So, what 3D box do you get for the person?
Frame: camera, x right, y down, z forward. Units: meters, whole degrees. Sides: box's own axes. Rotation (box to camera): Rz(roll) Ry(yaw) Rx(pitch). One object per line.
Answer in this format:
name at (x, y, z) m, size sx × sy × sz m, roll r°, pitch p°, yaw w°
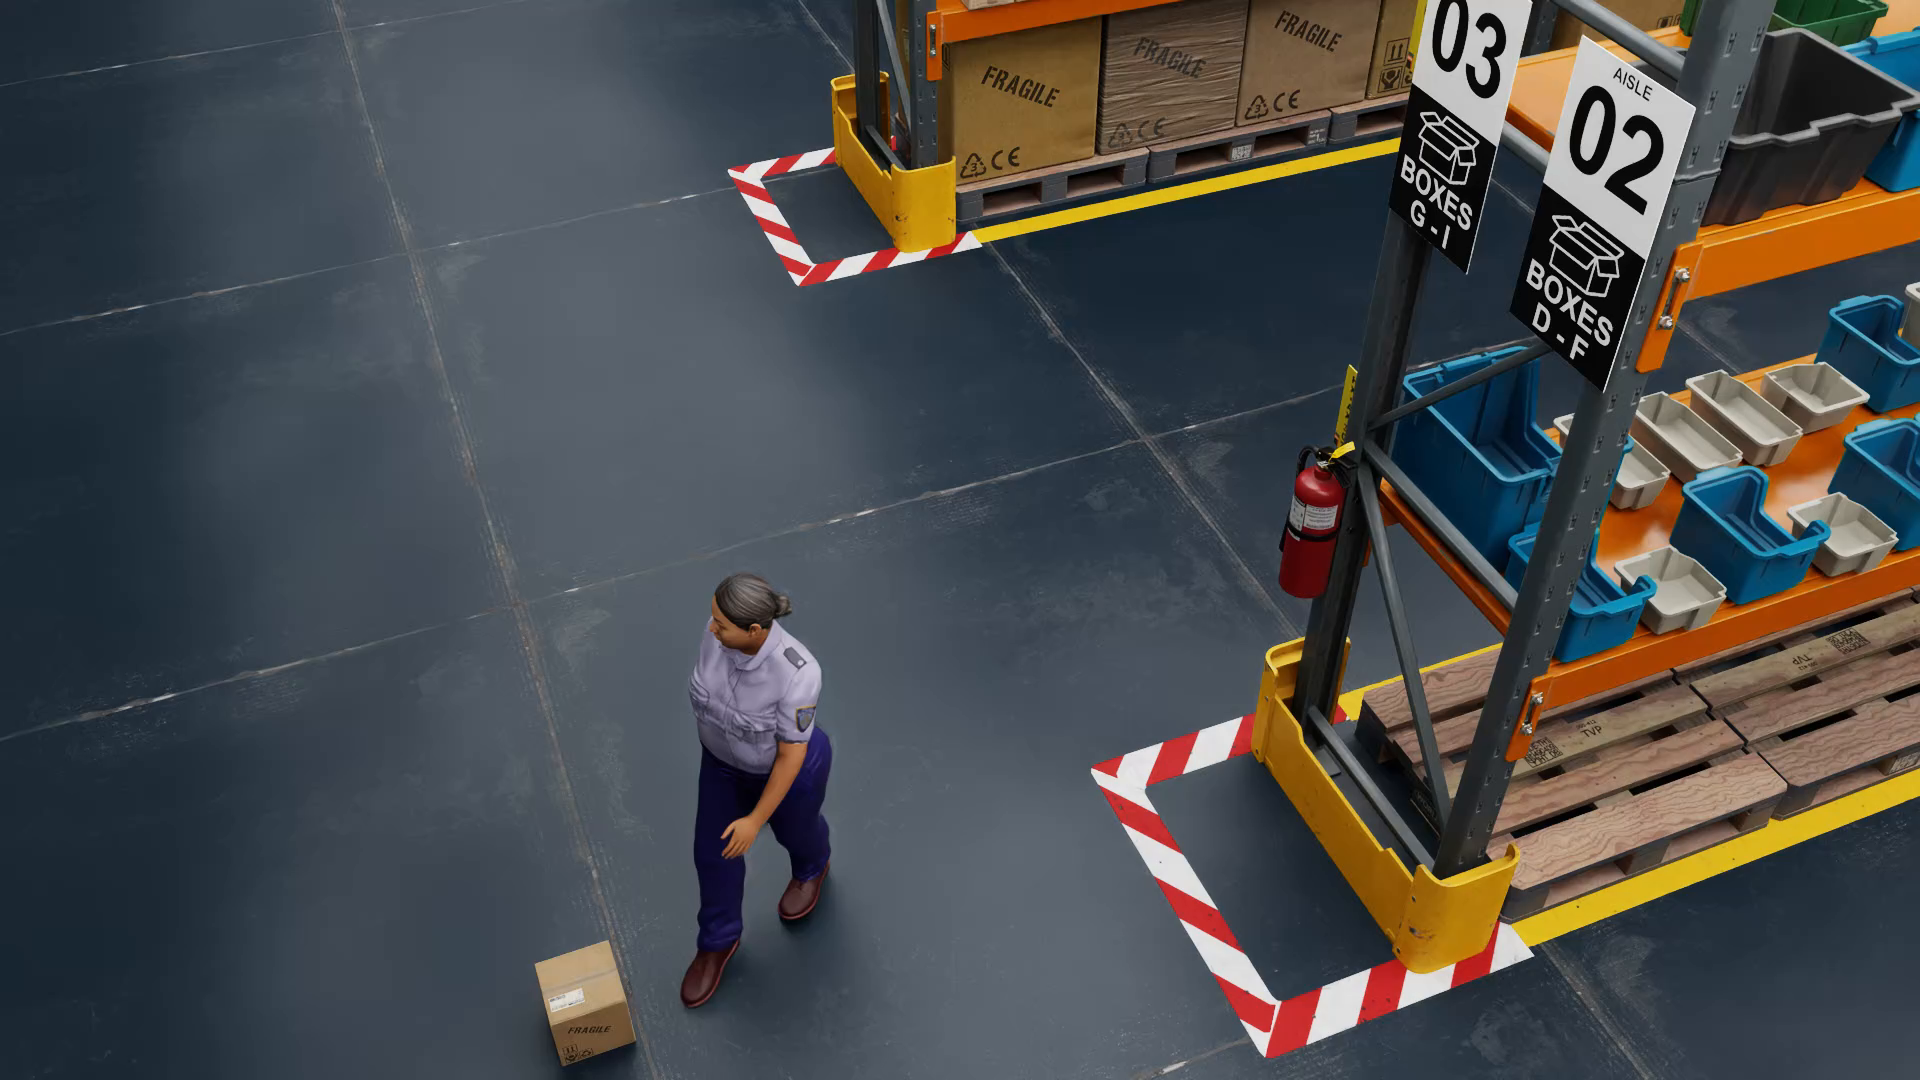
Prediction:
person at (-0.678, 0.783, 5.294) m, size 0.476 × 1.647 × 0.735 m, roll 19°, pitch 45°, yaw 20°
